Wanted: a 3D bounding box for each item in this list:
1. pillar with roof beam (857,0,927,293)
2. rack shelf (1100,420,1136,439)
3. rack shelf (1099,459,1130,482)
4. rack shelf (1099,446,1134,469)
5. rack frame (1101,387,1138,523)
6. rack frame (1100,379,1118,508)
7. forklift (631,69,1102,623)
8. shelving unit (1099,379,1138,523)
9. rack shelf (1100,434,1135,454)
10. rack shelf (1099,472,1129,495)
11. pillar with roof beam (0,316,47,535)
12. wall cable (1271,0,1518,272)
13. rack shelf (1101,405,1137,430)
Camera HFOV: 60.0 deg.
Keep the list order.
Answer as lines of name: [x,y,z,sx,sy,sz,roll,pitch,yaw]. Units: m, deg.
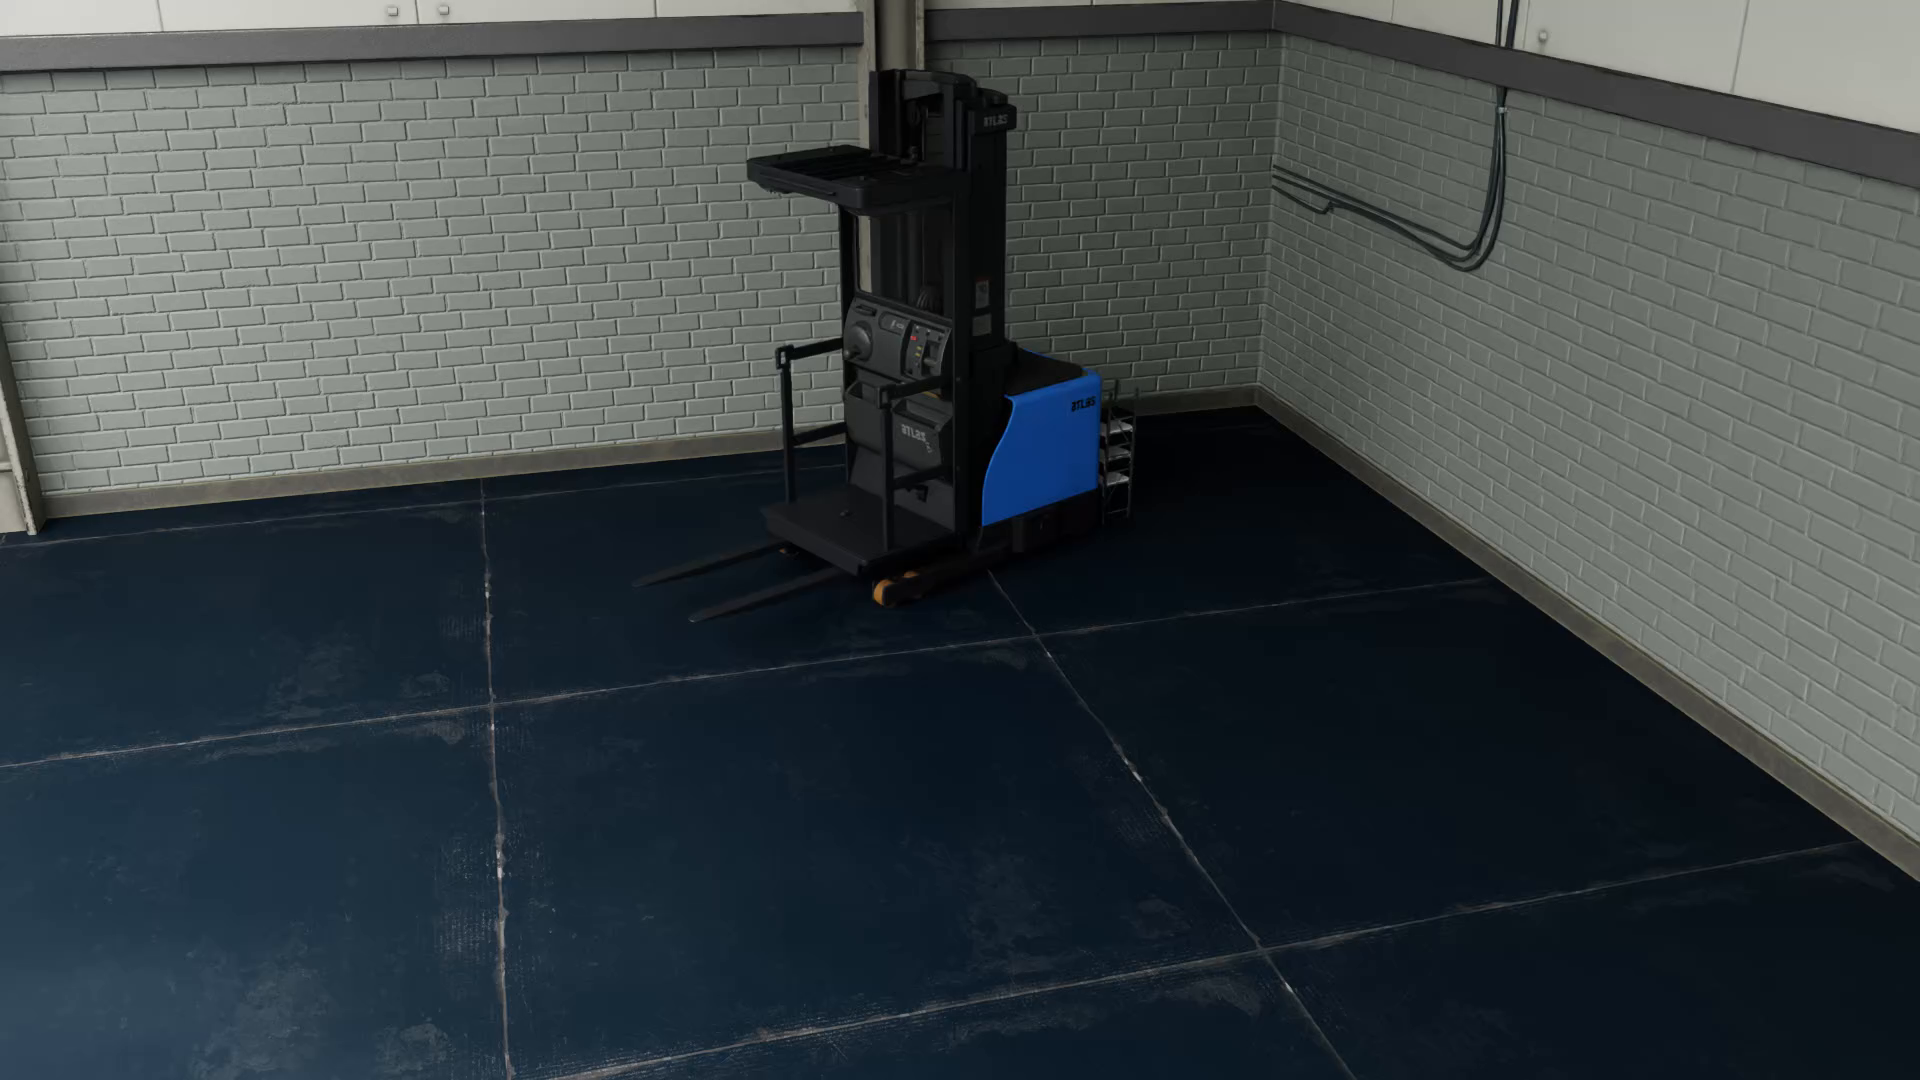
pillar with roof beam: [0.695,-3.215,6.831,0.400,9.000,9.100,-6,24,-14]
rack shelf: [0.990,-0.718,10.900,0.258,0.077,0.200,-13,27,-32]
rack shelf: [0.983,-0.468,11.002,0.258,0.077,0.200,-13,27,-32]
rack shelf: [0.985,-0.552,10.968,0.258,0.077,0.200,-13,27,-32]
rack frame: [1.044,-0.550,10.879,0.240,0.900,0.006,-13,27,-32]
rack frame: [0.928,-0.616,11.032,0.240,0.900,0.006,-13,27,-32]
forklift: [-0.535,-1.180,9.782,3.031,2.935,1.130,-19,29,-37]
shelving unit: [0.986,-0.583,10.955,0.258,0.900,0.210,-13,27,-32]
rack shelf: [0.987,-0.635,10.934,0.258,0.077,0.200,-13,27,-32]
rack shelf: [0.980,-0.385,11.036,0.258,0.077,0.200,-13,27,-32]
pillar with roof beam: [-5.082,-2.576,5.342,0.400,9.000,9.100,-6,24,-14]
wall cable: [2.725,-3.234,10.814,0.112,2.526,3.097,-6,24,-14]
rack shelf: [0.992,-0.802,10.866,0.258,0.077,0.200,-13,27,-32]
